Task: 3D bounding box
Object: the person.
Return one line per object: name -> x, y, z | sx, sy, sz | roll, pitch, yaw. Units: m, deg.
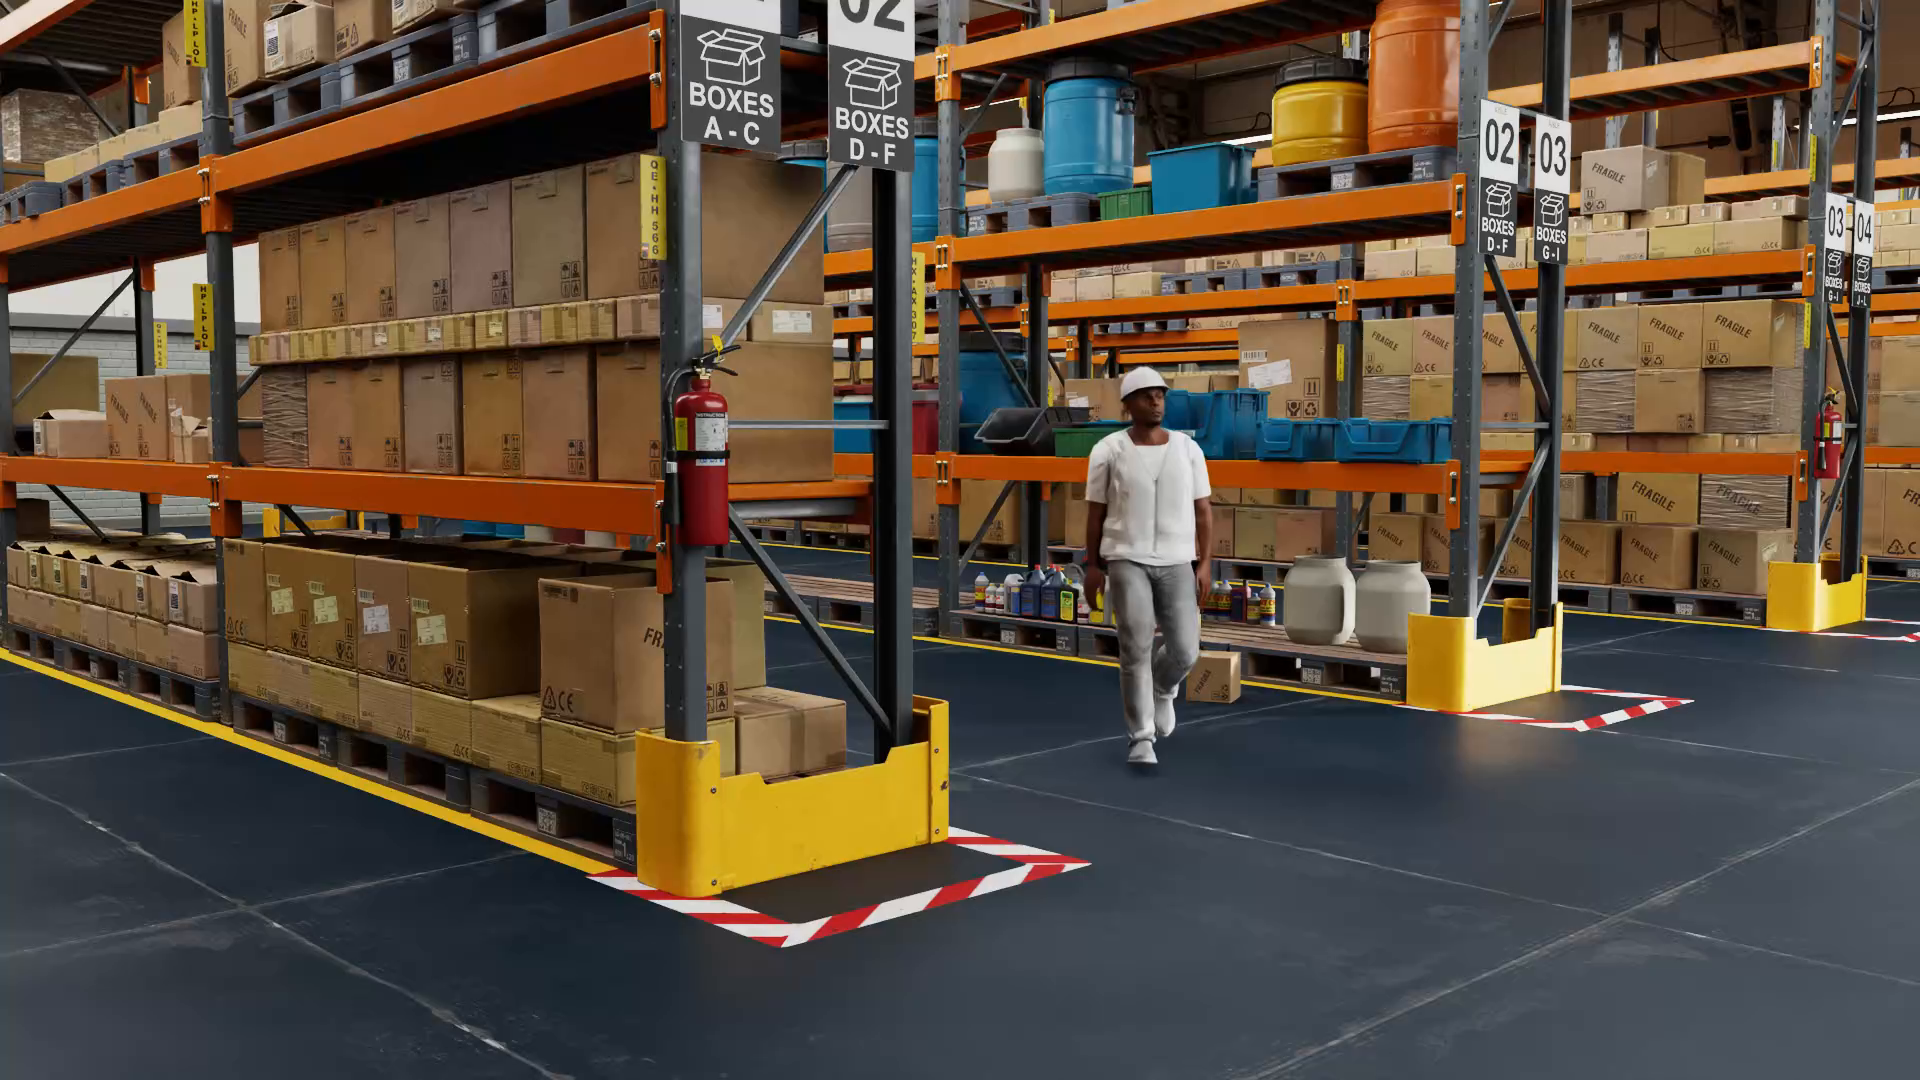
person -> 0.845, 0.101, 7.434 | 0.588, 1.747, 0.706 | 0, 4, -5
